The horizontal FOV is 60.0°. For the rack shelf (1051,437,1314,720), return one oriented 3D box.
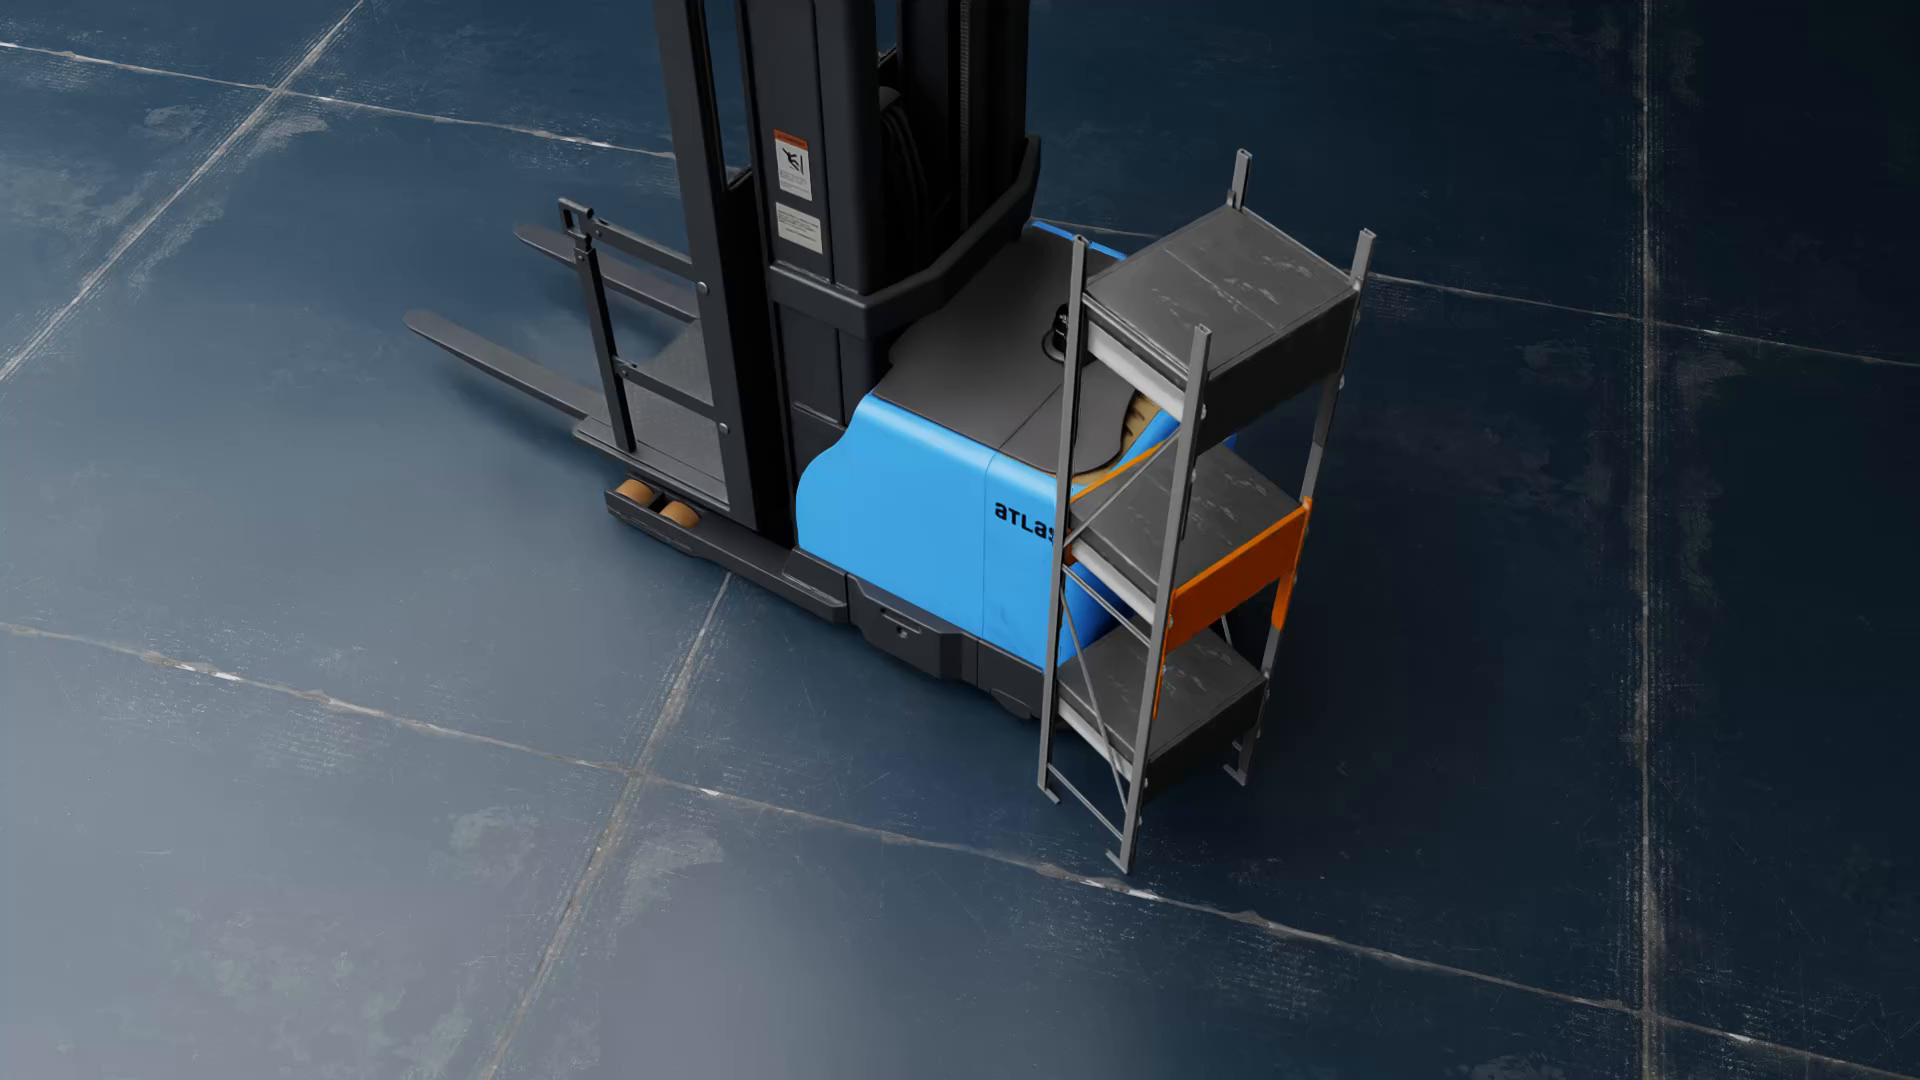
[{"bbox_3d":[0.559,0.063,4.312,0.480,0.518,0.431,-31,55,-25],"label":"rack shelf"}]

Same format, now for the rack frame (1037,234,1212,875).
[{"bbox_3d":[0.370,0.168,4.200,0.015,2.100,0.400,-31,55,-25],"label":"rack frame"}]

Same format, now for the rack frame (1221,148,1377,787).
[{"bbox_3d":[0.749,-0.061,4.403,0.015,2.100,0.400,-31,55,-25],"label":"rack frame"}]

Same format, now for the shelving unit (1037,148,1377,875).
[{"bbox_3d":[0.559,0.054,4.301,0.503,2.100,0.431,-31,55,-25],"label":"shelving unit"}]

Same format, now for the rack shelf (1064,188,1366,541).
[{"bbox_3d":[0.561,-0.401,3.788,0.480,0.518,0.431,-31,55,-25],"label":"rack shelf"}]

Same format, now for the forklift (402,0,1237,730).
[{"bbox_3d":[-0.622,-1.247,4.895,3.031,2.935,1.130,26,53,21],"label":"forklift"}]

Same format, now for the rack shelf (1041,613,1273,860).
[{"bbox_3d":[0.558,0.527,4.836,0.480,0.518,0.431,-31,55,-25],"label":"rack shelf"}]
